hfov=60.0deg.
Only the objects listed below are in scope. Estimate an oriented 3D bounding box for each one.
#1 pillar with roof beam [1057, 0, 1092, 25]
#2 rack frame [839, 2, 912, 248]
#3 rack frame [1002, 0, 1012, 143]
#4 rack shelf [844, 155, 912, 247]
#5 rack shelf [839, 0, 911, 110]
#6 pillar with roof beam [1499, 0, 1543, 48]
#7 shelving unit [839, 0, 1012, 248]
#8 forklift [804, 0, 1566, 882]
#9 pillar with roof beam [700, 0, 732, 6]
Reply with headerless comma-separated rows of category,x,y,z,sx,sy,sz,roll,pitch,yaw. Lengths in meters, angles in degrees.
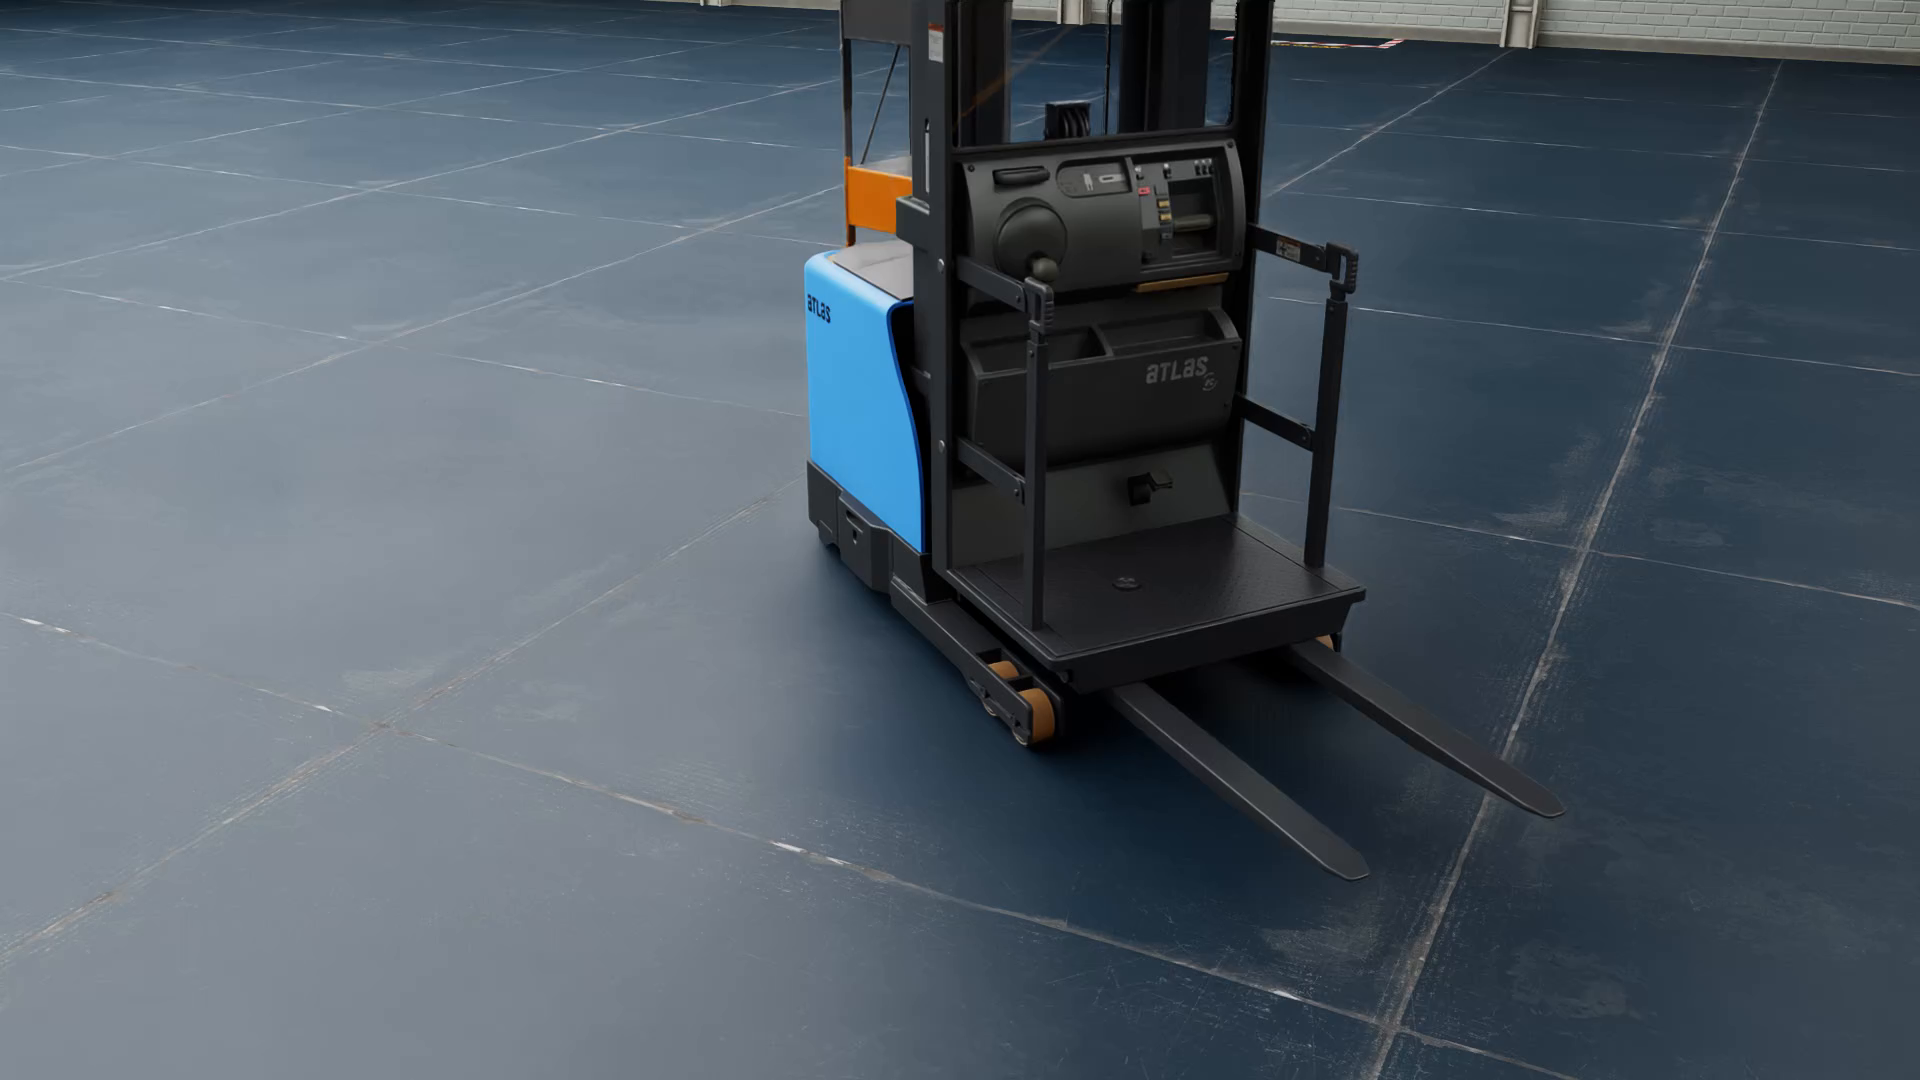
pillar with roof beam,-0.350,-9.843,17.896,0.400,9.000,9.100,11,25,25
rack frame,-0.308,-1.307,6.640,0.015,2.100,0.400,20,30,39
rack frame,0.049,-1.177,6.335,0.015,2.100,0.400,20,30,39
rack shelf,-0.129,-1.230,6.493,0.480,0.518,0.431,20,30,39
rack shelf,-0.129,-1.874,6.219,0.480,0.518,0.431,20,30,39
pillar with roof beam,5.005,-8.783,15.405,0.400,9.000,9.100,11,25,25
shelving unit,-0.129,-1.242,6.488,0.503,2.100,0.431,20,30,39
forklift,0.533,-0.947,4.733,1.130,2.935,3.031,-11,25,-24
pillar with roof beam,-5.704,-10.902,20.387,0.400,9.000,9.100,11,25,25
